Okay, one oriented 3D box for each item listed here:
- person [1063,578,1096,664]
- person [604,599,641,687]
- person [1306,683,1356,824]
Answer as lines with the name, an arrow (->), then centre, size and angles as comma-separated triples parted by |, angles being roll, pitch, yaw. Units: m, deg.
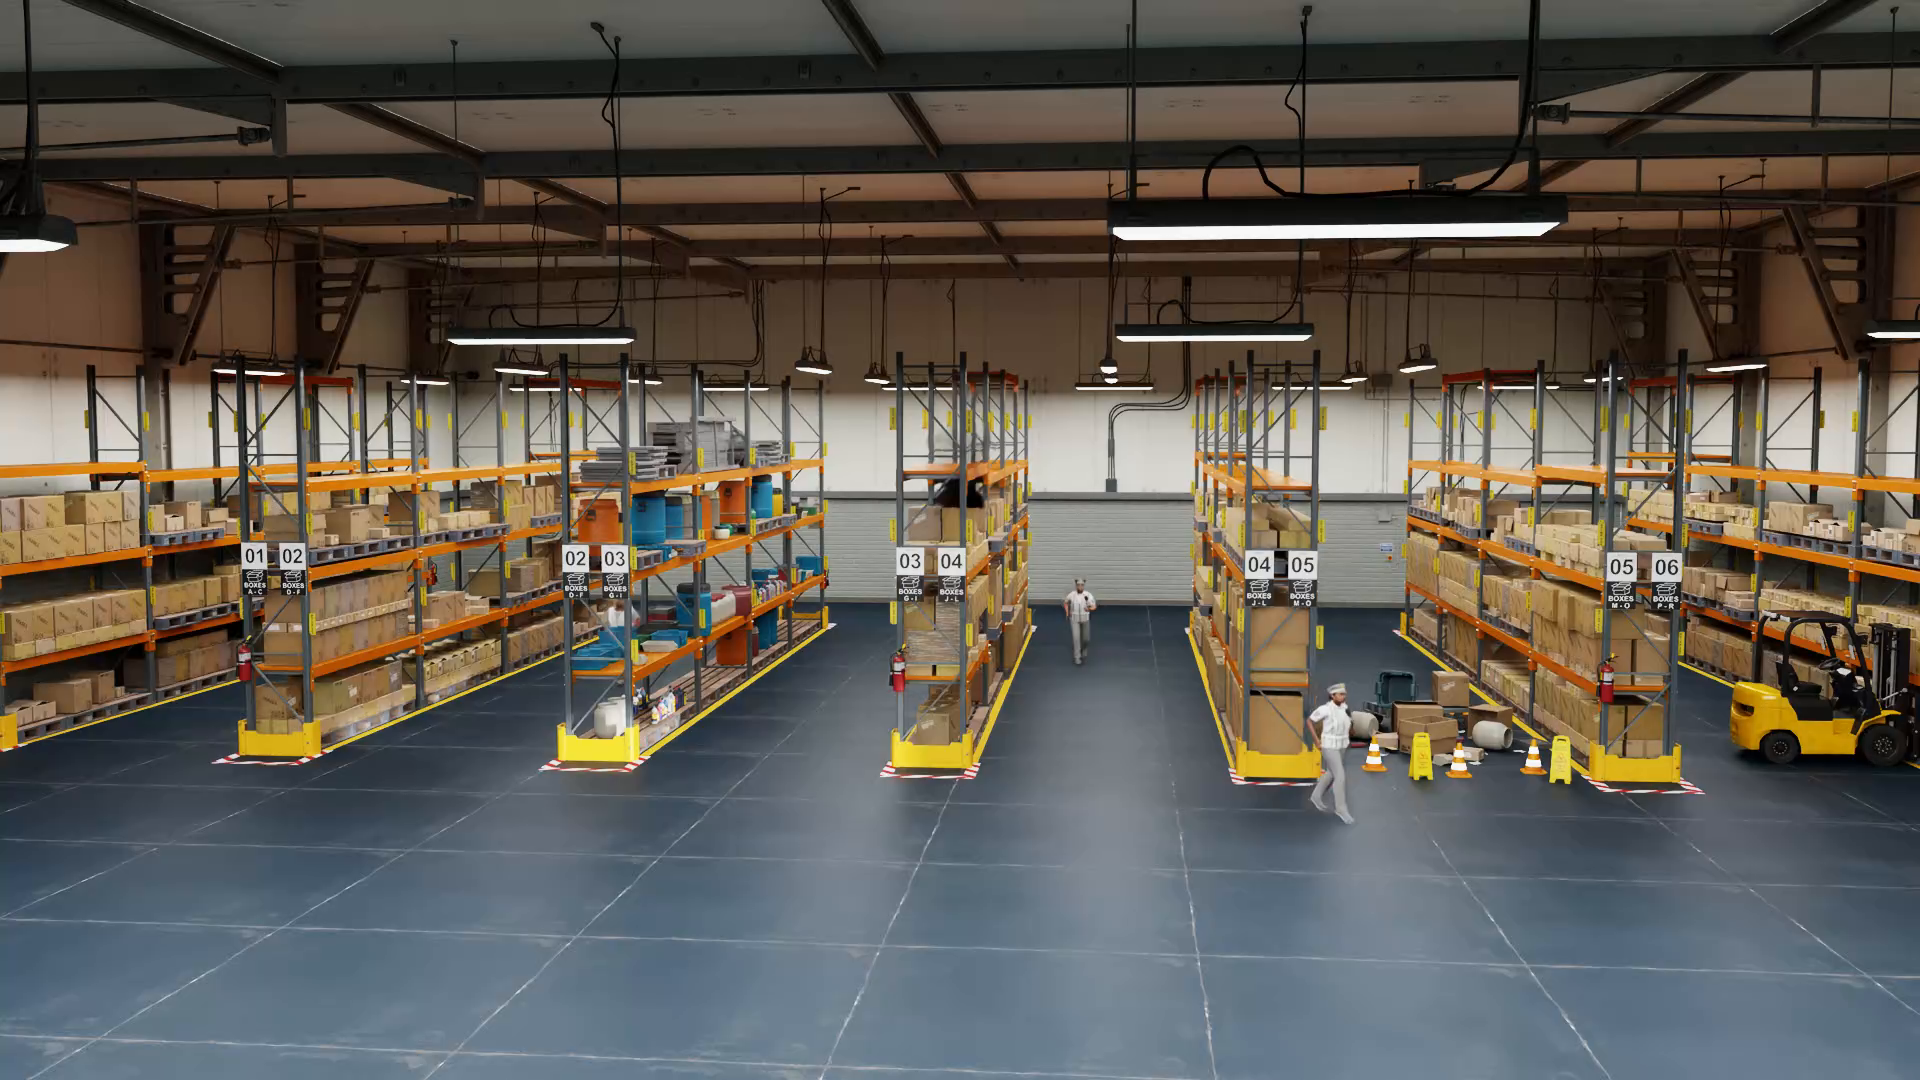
person -> 2.488, 1.659, 34.511 | 0.673, 1.755, 0.926 | 0, 4, 2
person -> -6.446, 1.886, 31.452 | 0.659, 1.782, 0.645 | 1, 4, 8
person -> 4.731, 2.650, 21.024 | 0.571, 1.730, 0.815 | -3, 5, -38
